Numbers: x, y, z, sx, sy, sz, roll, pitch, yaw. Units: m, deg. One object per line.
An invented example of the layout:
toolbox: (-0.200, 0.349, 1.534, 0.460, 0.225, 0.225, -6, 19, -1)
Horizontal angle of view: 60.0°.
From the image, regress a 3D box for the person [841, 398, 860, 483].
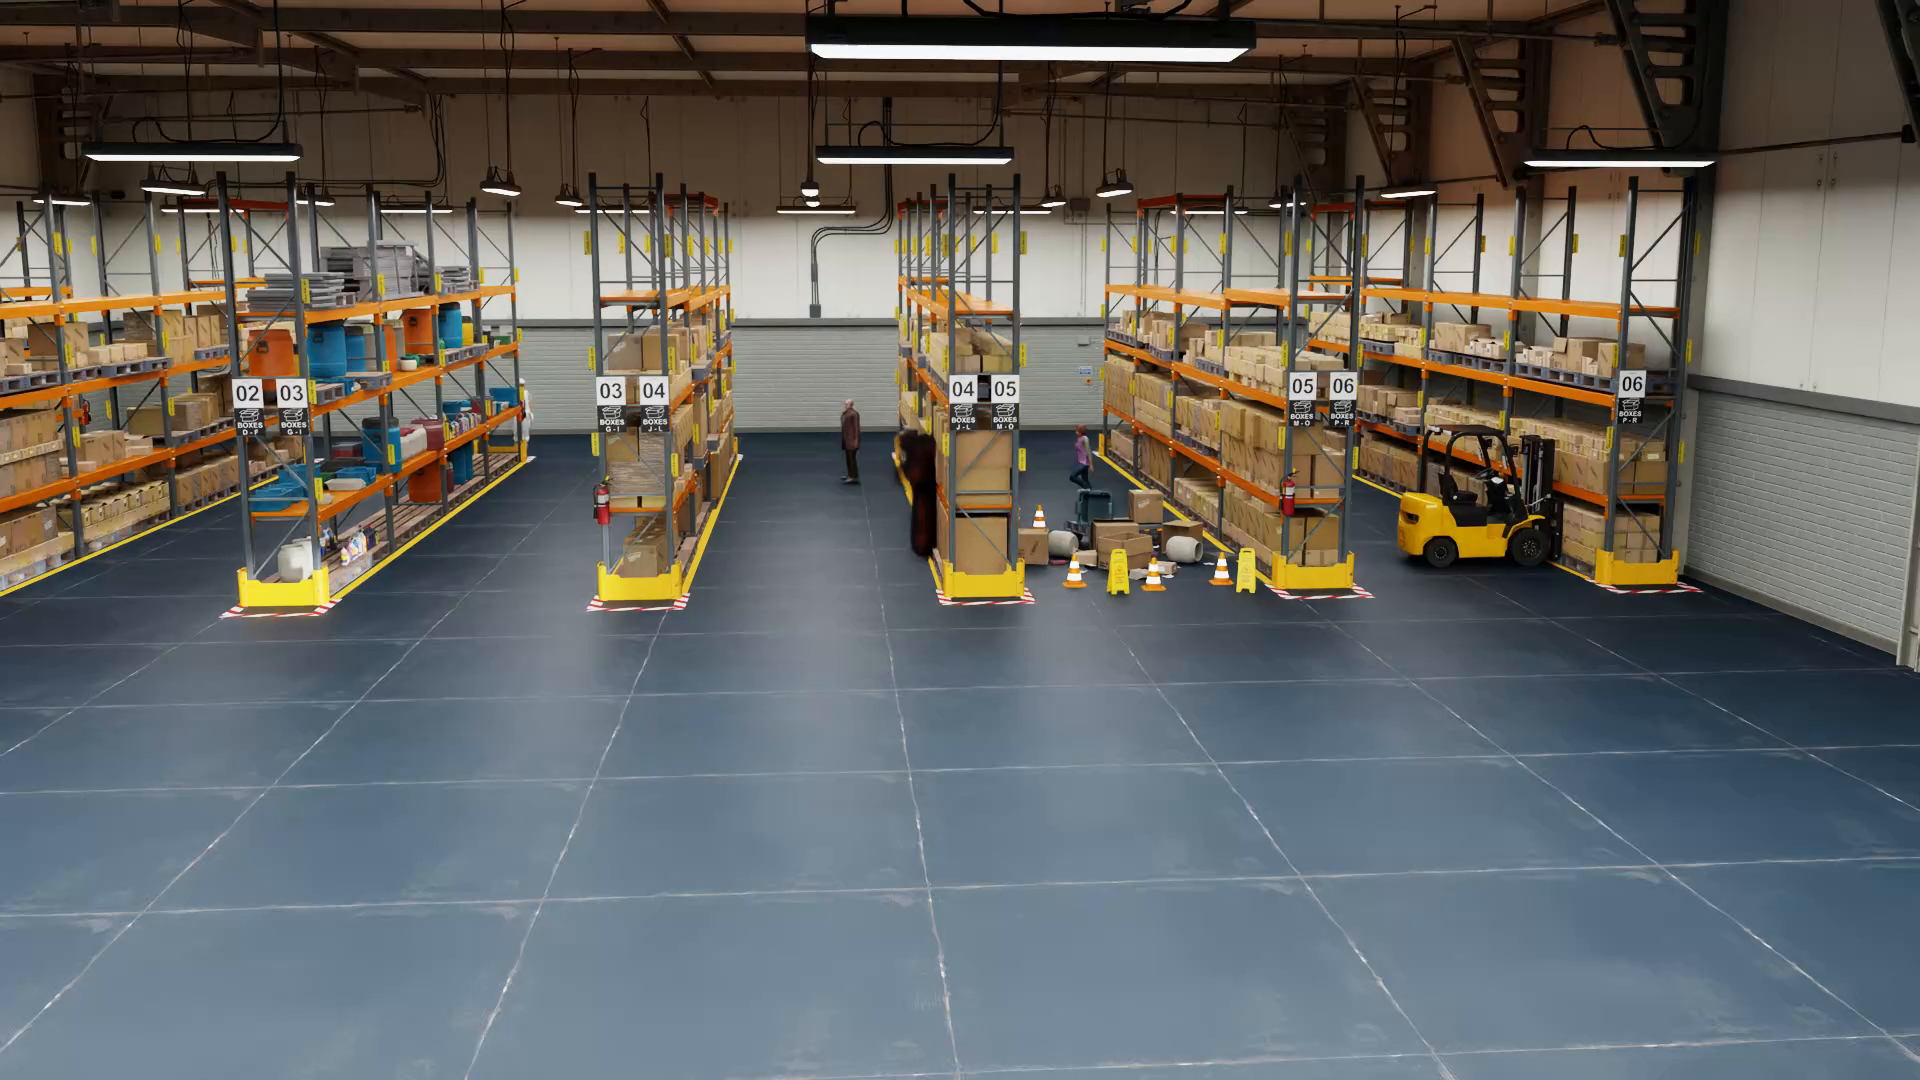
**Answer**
person: (-2.387, -2.145, 35.668, 0.442, 1.785, 0.670, -6, 12, -32)

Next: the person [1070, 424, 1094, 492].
person: (2.344, -1.448, 32.263, 0.481, 1.596, 0.484, -1, 10, -4)

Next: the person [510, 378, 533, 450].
person: (-10.839, -3.067, 41.013, 0.600, 1.828, 0.420, -1, 10, -8)
